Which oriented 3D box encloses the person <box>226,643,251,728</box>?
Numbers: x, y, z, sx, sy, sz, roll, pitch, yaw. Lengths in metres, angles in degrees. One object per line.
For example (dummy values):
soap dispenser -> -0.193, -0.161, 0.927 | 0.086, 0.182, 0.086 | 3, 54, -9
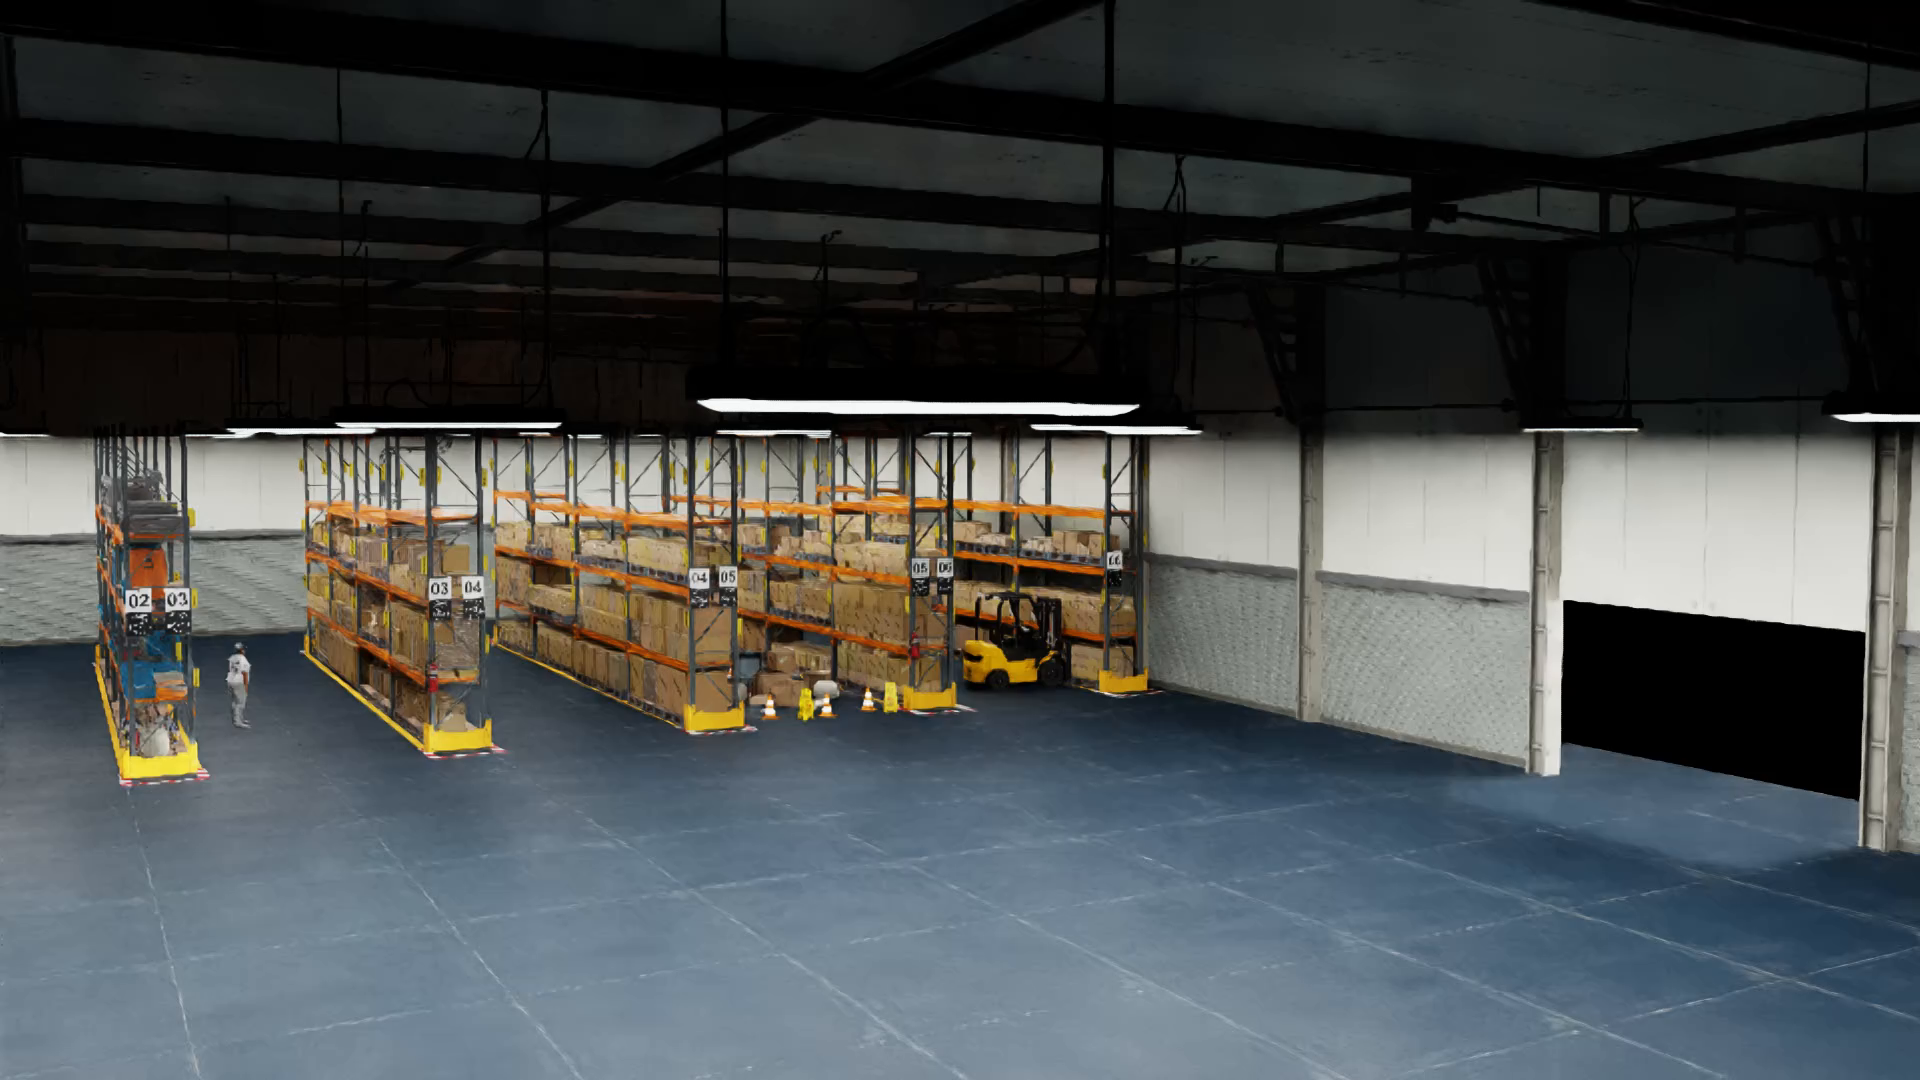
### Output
person -> -14.321, 2.874, 33.101 | 0.577, 1.673, 0.463 | 2, 4, 35
